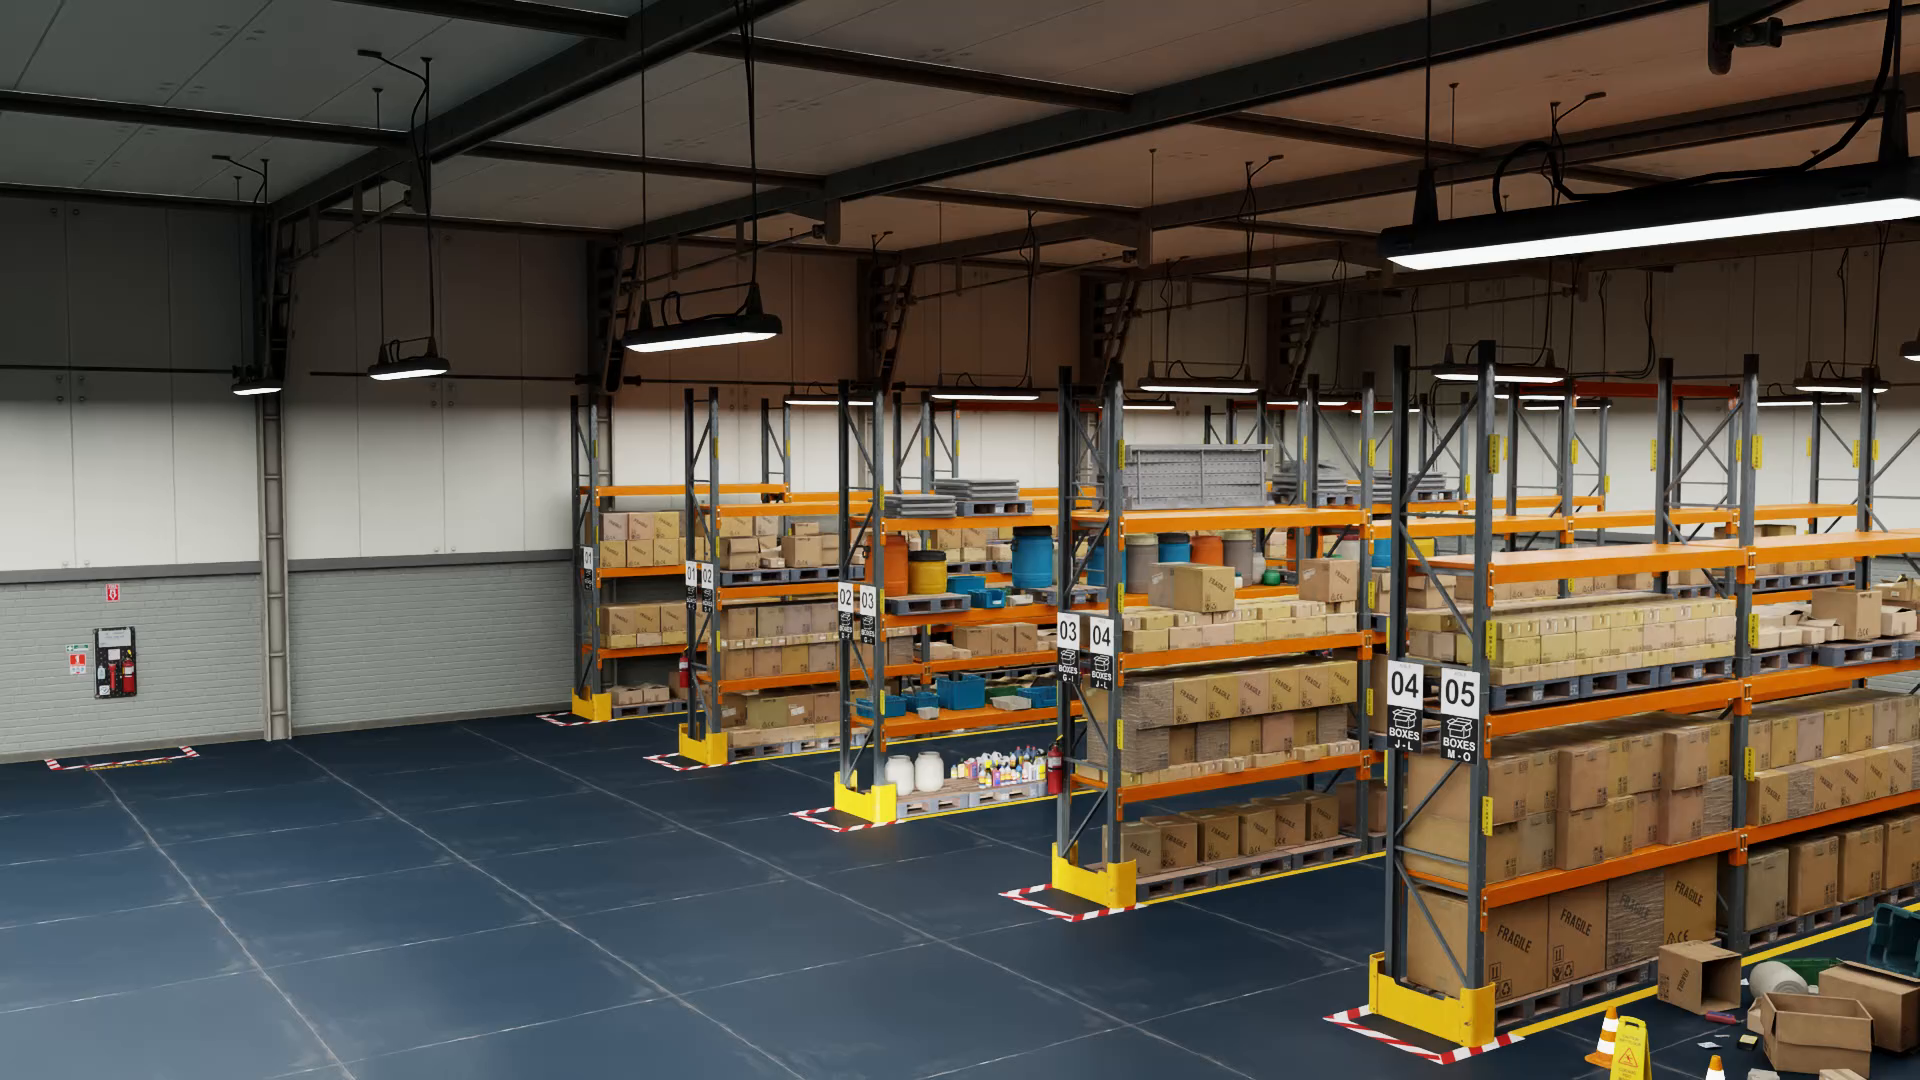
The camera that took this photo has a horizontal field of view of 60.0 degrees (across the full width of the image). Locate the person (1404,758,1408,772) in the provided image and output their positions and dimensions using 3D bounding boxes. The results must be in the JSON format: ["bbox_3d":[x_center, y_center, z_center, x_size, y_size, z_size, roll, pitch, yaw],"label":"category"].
[{"bbox_3d":[6.992,2.805,25.250,0.787,1.696,0.617,-2,4,-25],"label":"person"}]
